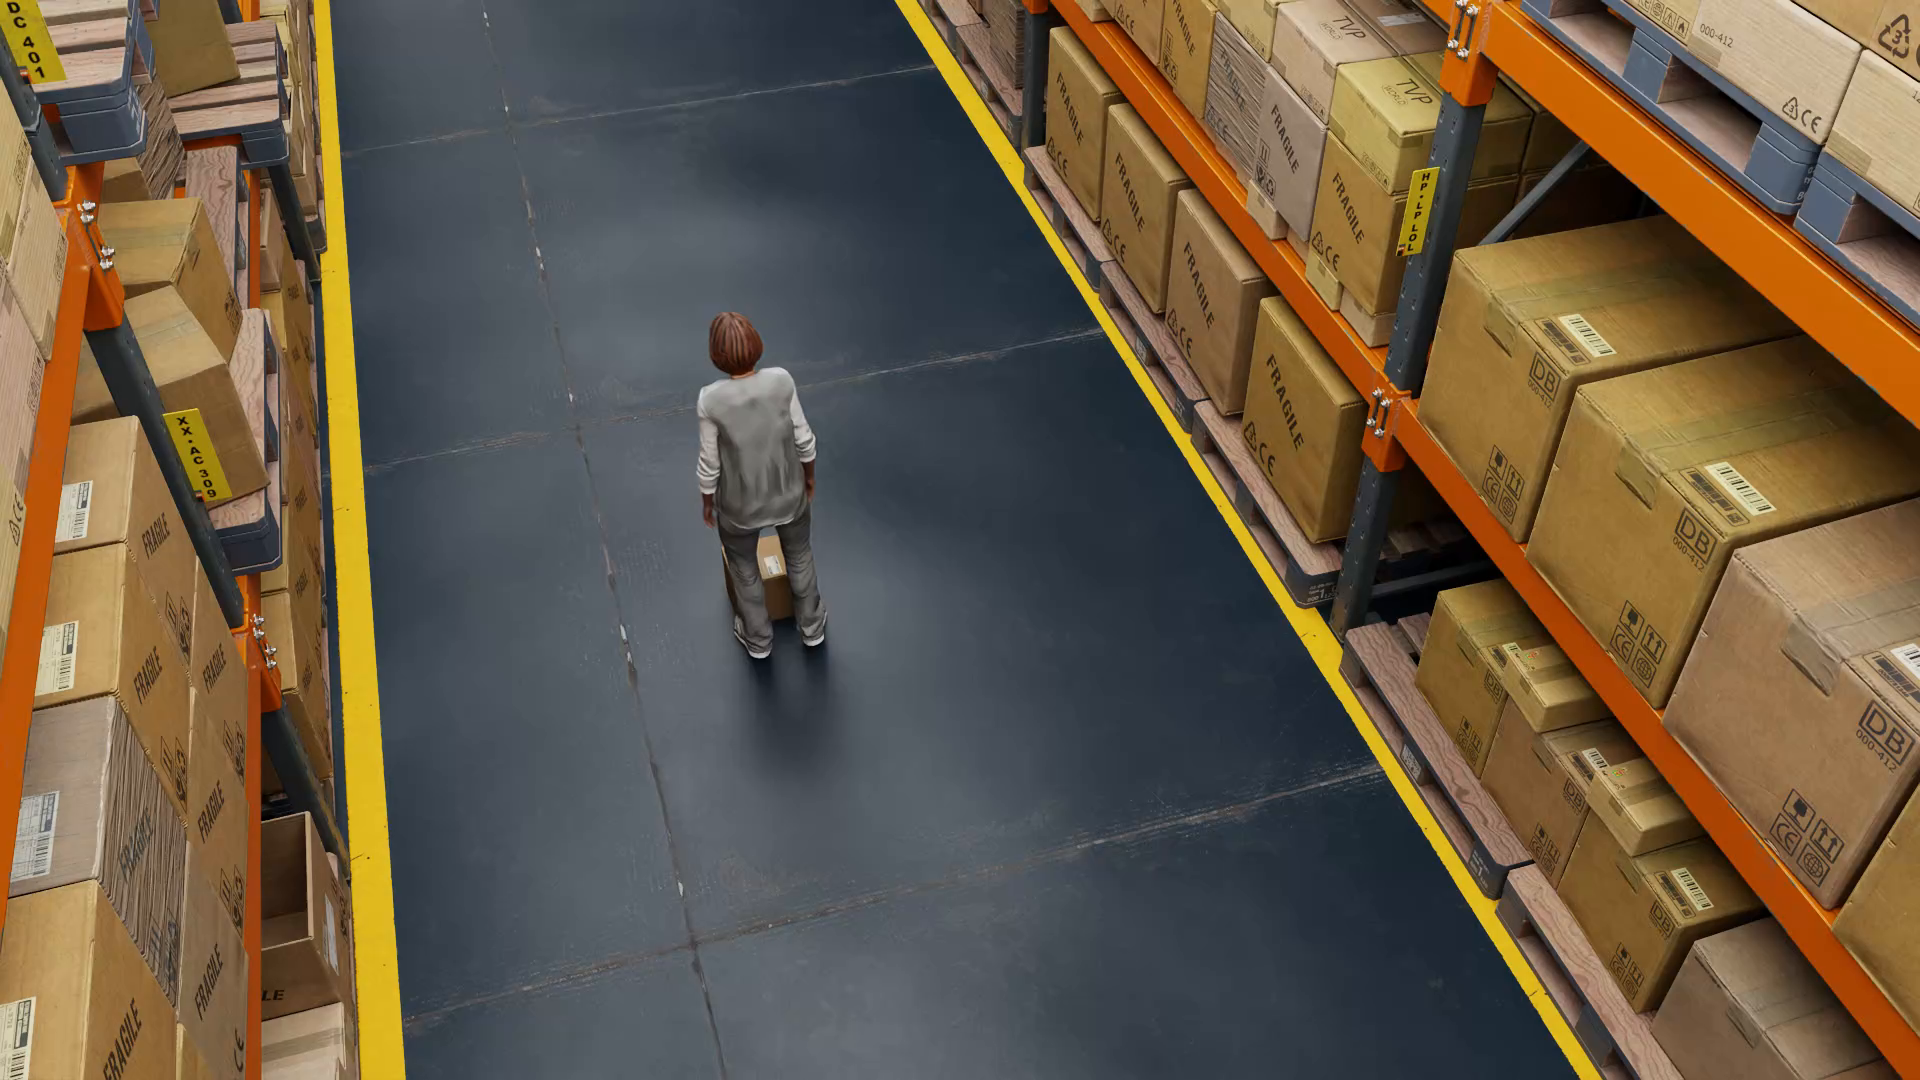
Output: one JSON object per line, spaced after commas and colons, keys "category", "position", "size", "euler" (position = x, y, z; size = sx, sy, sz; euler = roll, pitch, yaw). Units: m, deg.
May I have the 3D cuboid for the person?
{"category": "person", "position": [-0.760, -0.168, 6.351], "size": [0.476, 1.592, 0.348], "euler": [-14, 45, -15]}
